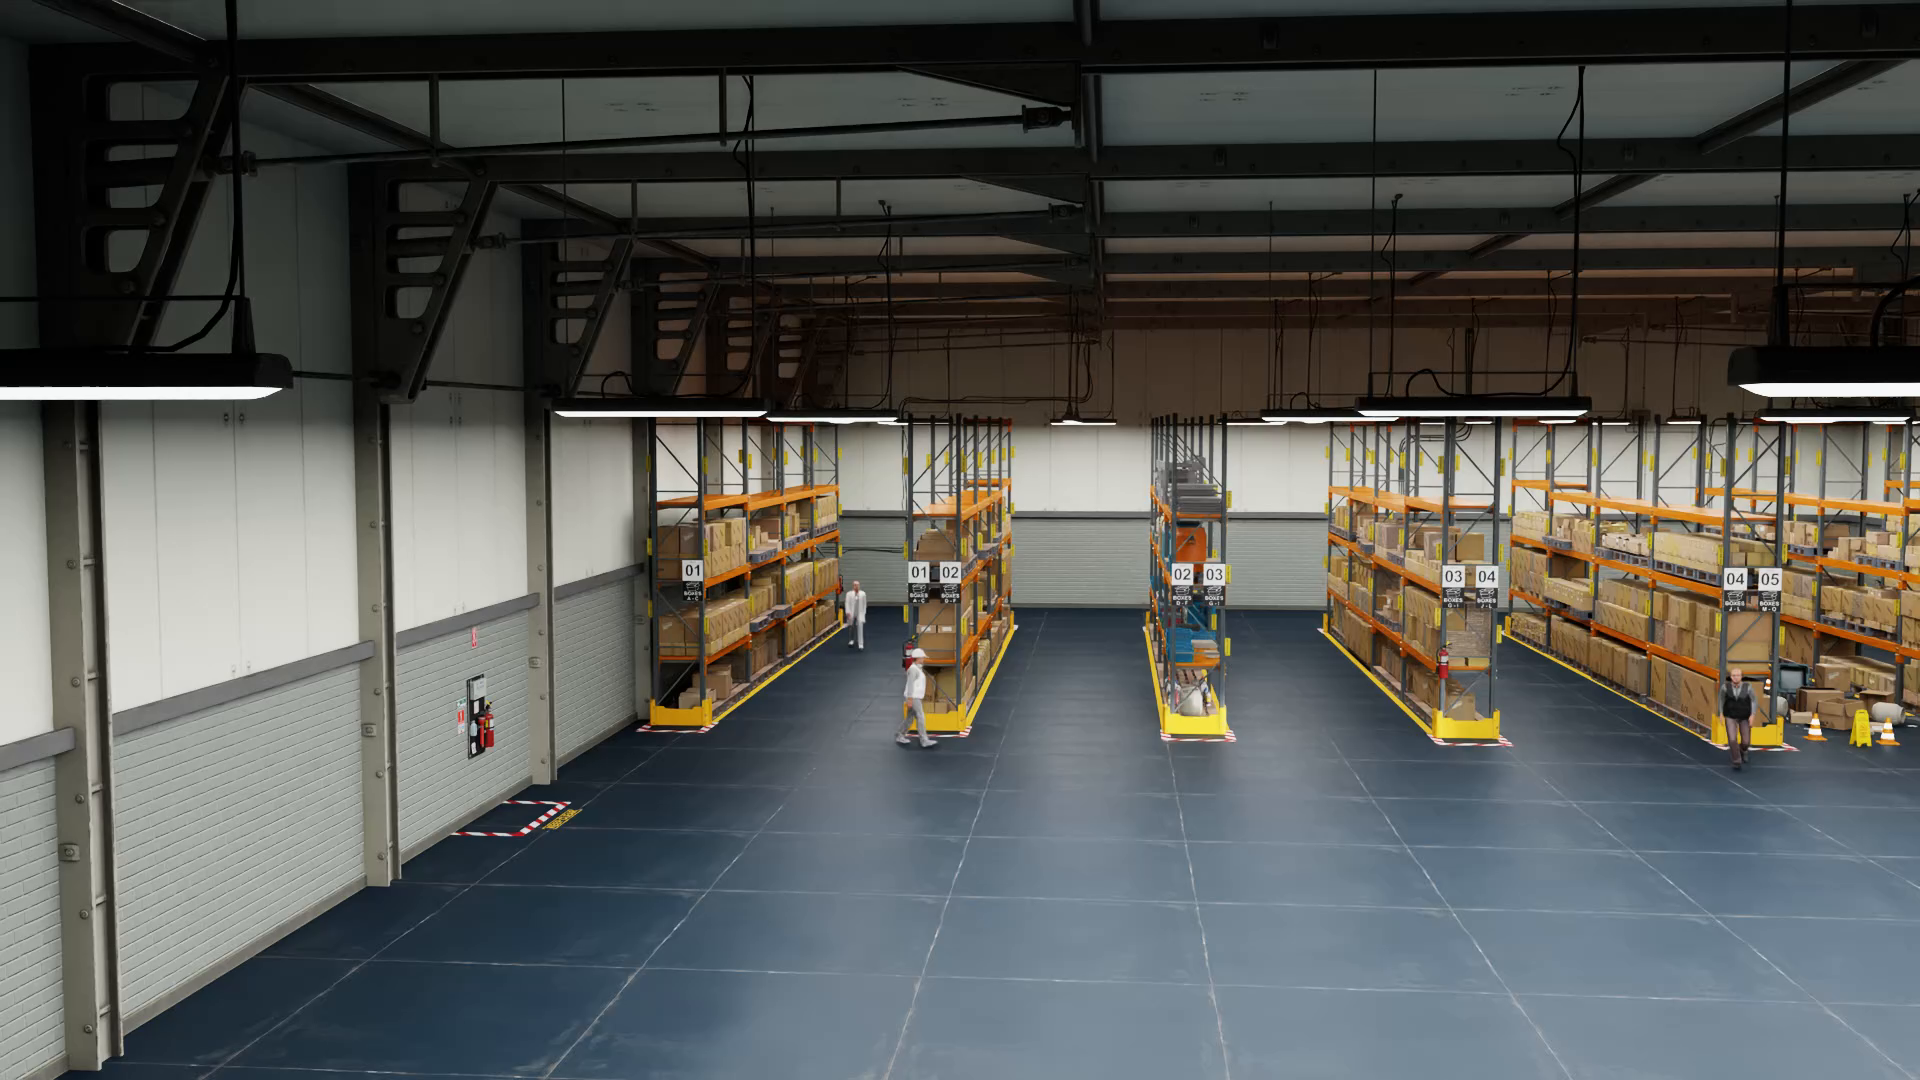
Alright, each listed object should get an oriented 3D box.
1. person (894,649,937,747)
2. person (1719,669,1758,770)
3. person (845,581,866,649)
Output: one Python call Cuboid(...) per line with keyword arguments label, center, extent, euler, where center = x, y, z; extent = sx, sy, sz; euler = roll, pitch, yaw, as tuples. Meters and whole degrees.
Cuboid(label="person", center=(-0.801, 2.841, 30.049), extent=(0.843, 1.750, 0.585), euler=(1, 4, 8))
Cuboid(label="person", center=(13.132, 2.992, 28.079), extent=(0.598, 1.695, 0.656), euler=(2, 4, 25))
Cuboid(label="person", center=(-2.703, 1.935, 43.133), extent=(0.557, 1.726, 1.144), euler=(0, 4, -5))
